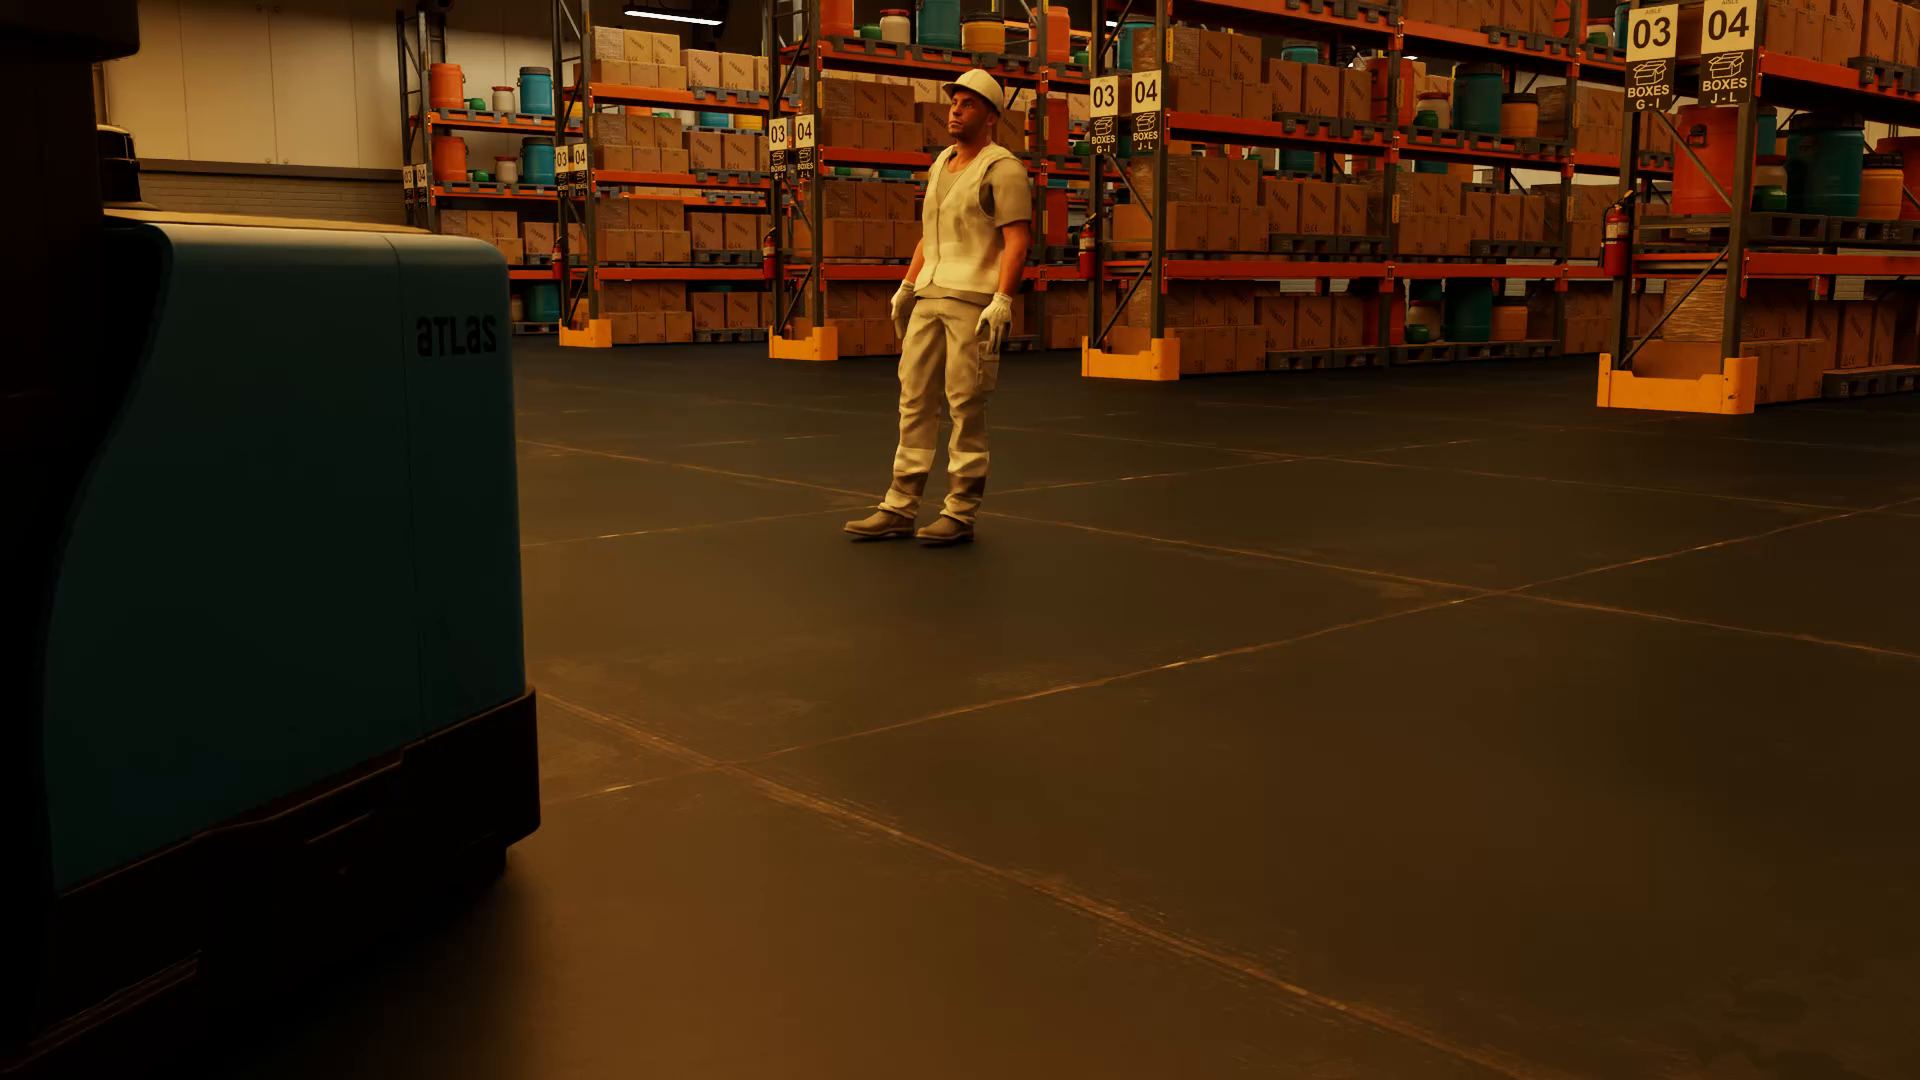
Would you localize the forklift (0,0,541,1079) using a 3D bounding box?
[{"bbox_3d":[-1.660,-0.696,1.452,1.130,2.935,3.031,3,9,18],"label":"forklift"}]

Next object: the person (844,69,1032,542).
[{"bbox_3d":[-0.069,-0.885,6.358,0.562,1.790,0.637,-8,12,-40],"label":"person"}]
